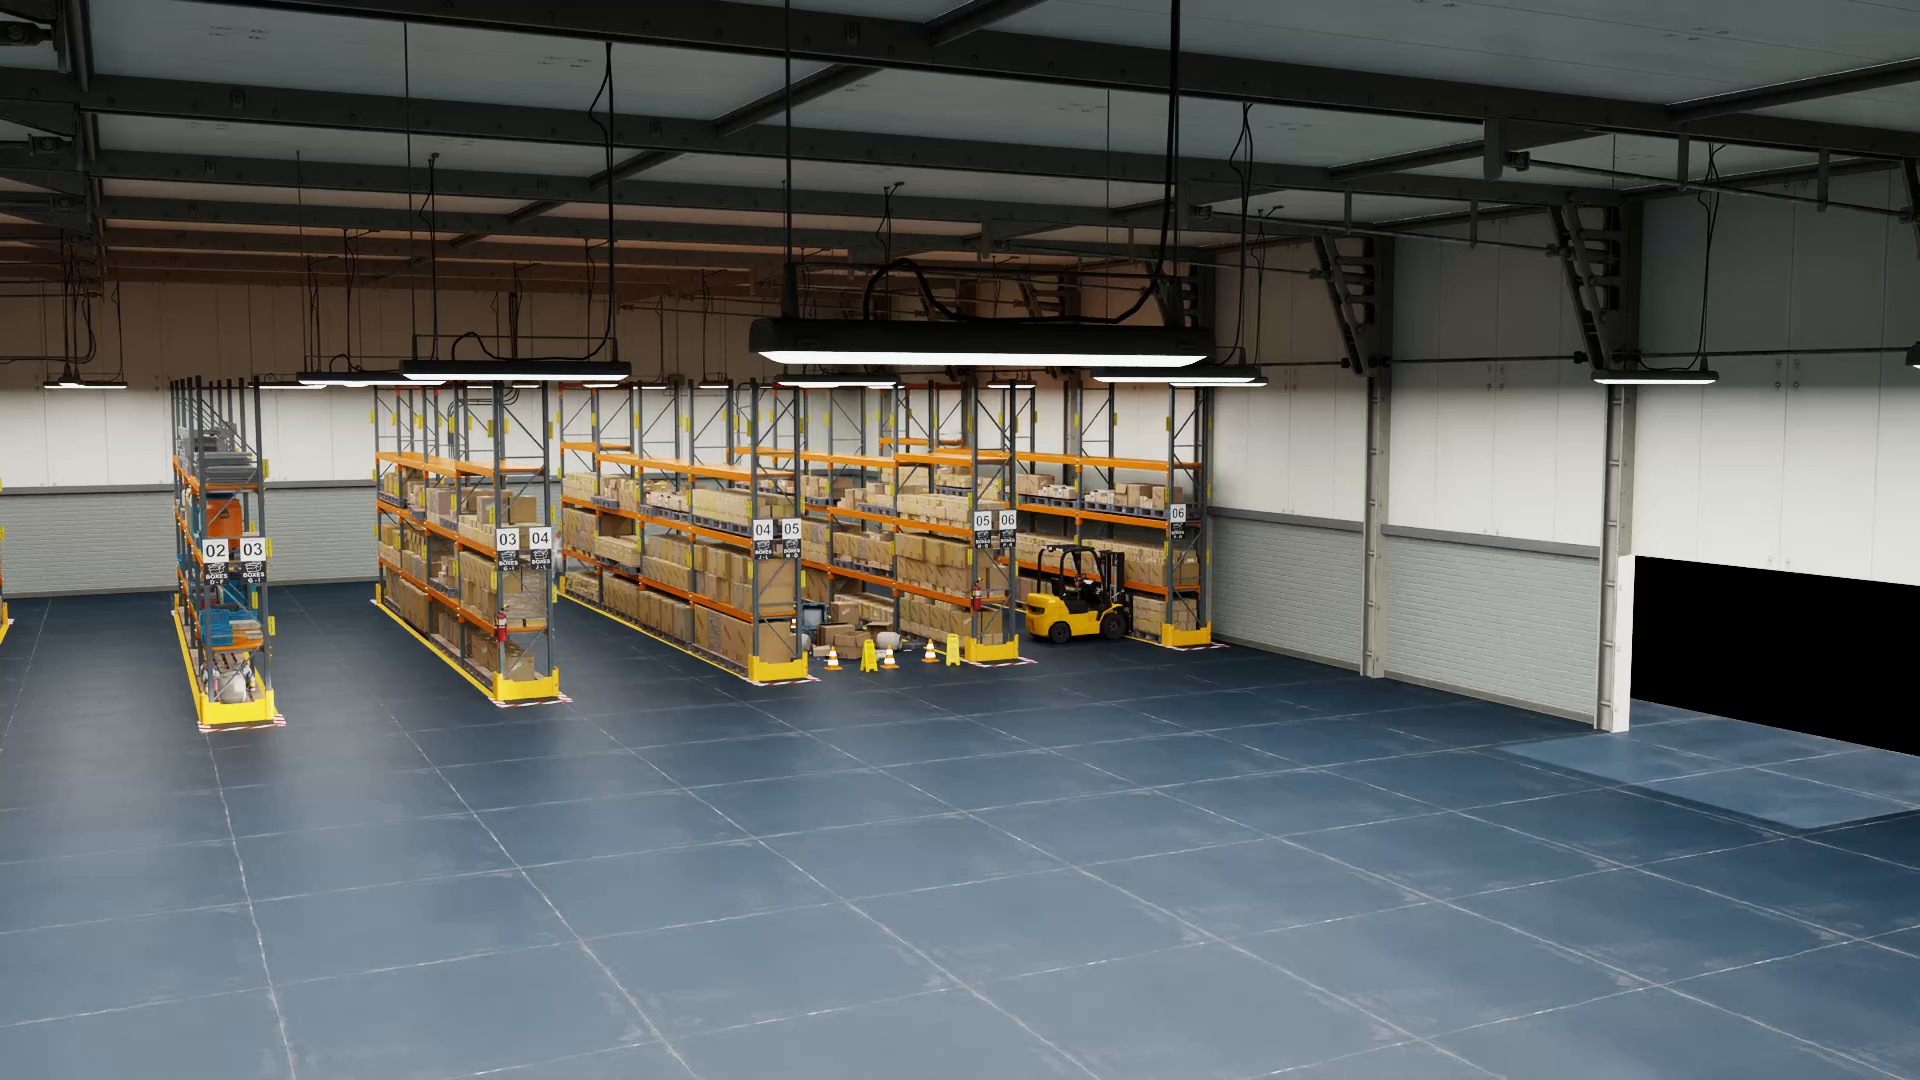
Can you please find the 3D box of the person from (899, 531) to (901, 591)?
[{"bbox_3d":[-1.654,0.571,45.751,0.586,1.628,0.507,-3,6,-32],"label":"person"}]

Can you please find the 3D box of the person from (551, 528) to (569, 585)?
[{"bbox_3d":[-11.605,0.557,48.263,0.863,1.828,0.683,-4,7,-41],"label":"person"}]
